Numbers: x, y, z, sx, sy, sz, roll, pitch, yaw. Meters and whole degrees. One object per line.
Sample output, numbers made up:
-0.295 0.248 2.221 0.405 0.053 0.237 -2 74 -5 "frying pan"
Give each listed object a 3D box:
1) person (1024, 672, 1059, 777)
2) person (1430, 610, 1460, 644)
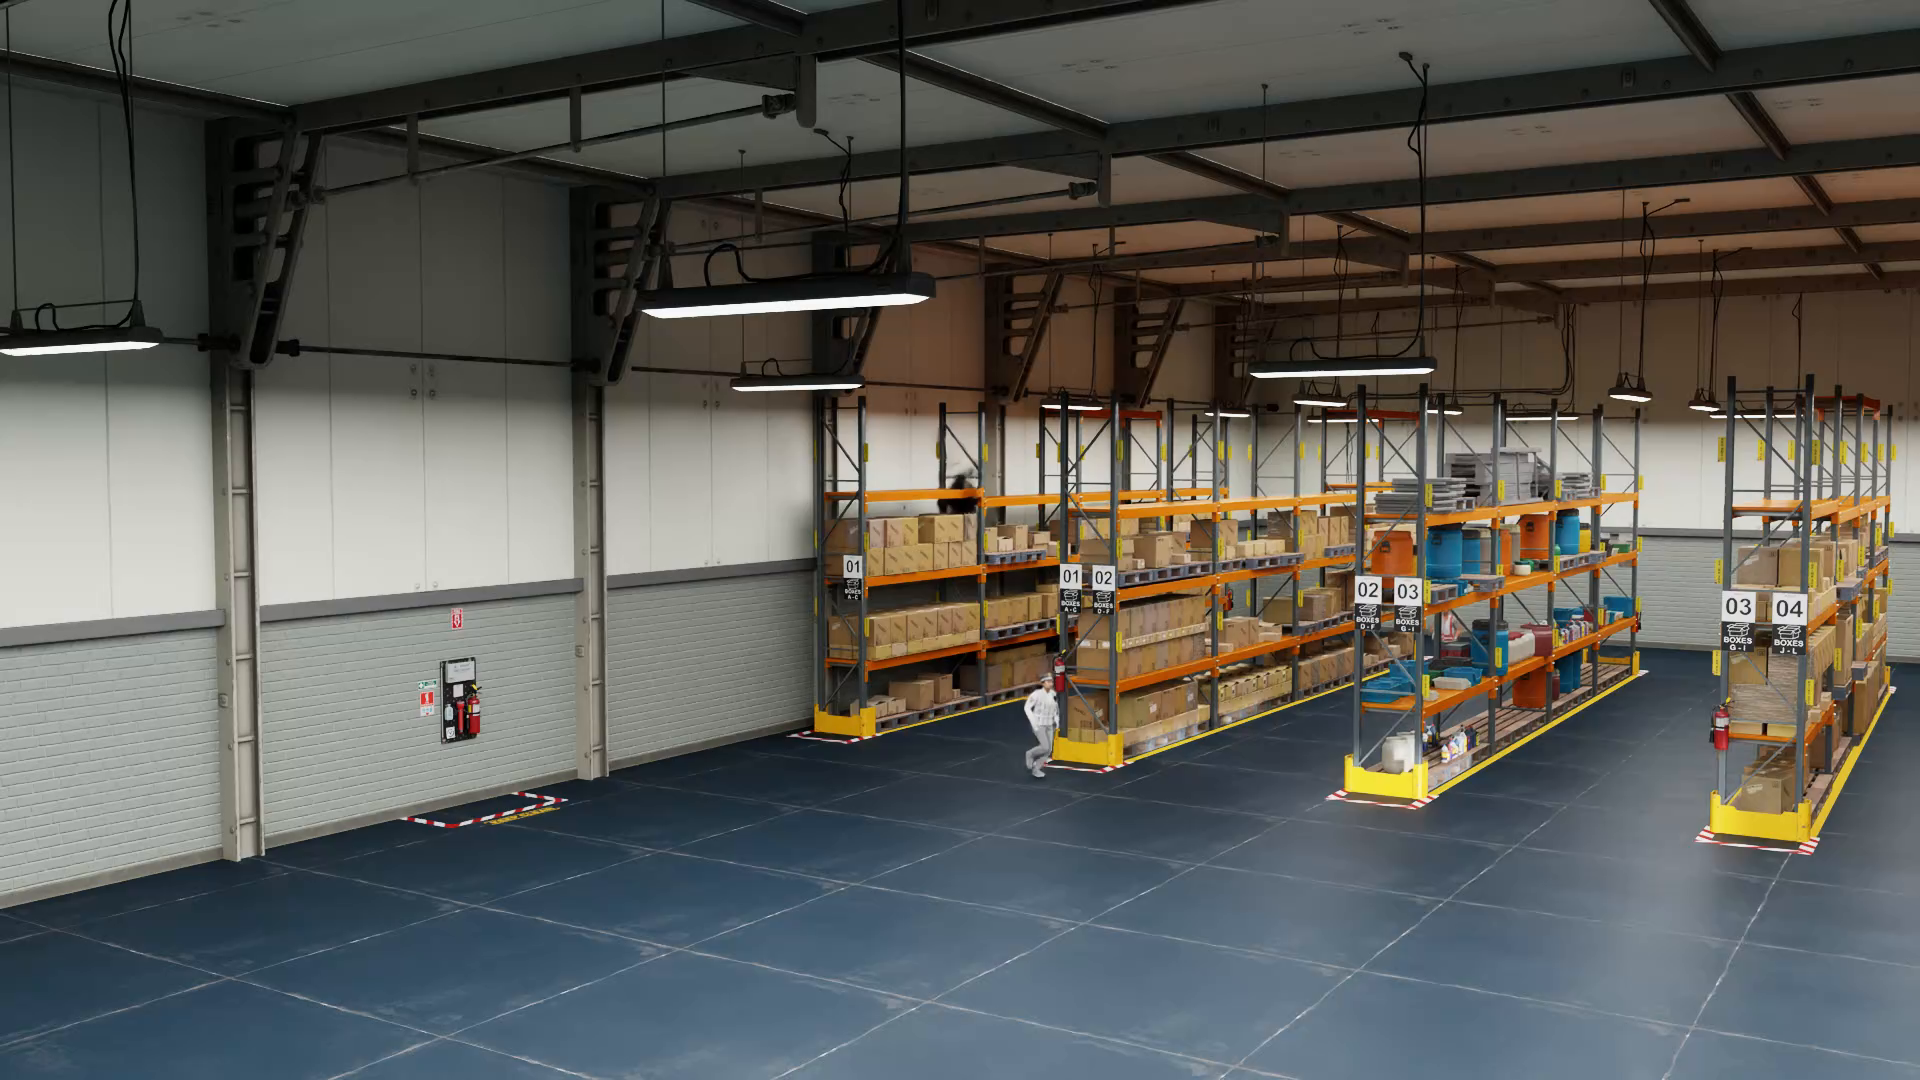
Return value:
1.285 2.842 25.693 0.591 1.625 0.519 -2 4 -39 "person"
10.536 2.239 36.174 0.655 1.752 0.697 1 3 24 "person"
